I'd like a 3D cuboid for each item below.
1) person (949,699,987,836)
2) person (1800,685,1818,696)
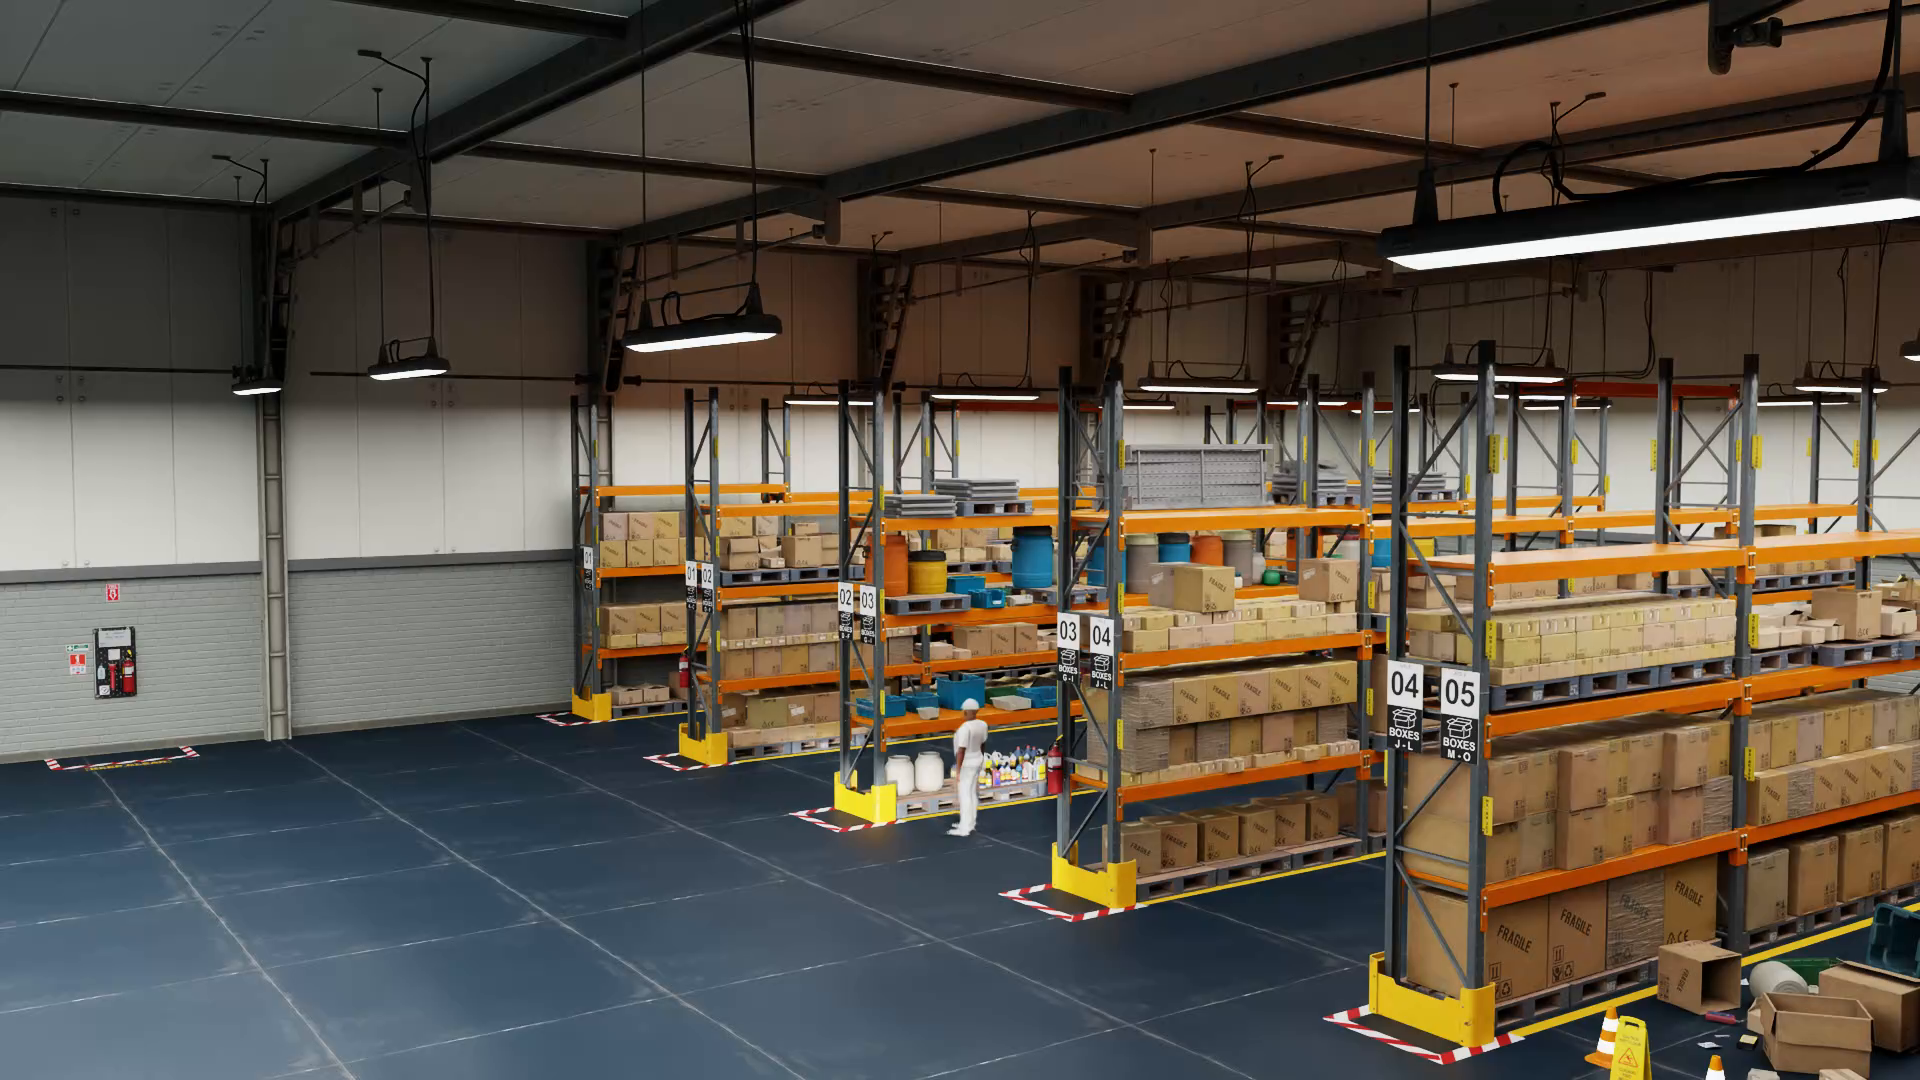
[{"bbox_3d":[0.085,2.960,21.867,0.487,1.763,0.630,1,4,18],"label":"person"},{"bbox_3d":[12.169,2.873,23.894,0.393,1.838,0.572,1,4,16],"label":"person"}]
